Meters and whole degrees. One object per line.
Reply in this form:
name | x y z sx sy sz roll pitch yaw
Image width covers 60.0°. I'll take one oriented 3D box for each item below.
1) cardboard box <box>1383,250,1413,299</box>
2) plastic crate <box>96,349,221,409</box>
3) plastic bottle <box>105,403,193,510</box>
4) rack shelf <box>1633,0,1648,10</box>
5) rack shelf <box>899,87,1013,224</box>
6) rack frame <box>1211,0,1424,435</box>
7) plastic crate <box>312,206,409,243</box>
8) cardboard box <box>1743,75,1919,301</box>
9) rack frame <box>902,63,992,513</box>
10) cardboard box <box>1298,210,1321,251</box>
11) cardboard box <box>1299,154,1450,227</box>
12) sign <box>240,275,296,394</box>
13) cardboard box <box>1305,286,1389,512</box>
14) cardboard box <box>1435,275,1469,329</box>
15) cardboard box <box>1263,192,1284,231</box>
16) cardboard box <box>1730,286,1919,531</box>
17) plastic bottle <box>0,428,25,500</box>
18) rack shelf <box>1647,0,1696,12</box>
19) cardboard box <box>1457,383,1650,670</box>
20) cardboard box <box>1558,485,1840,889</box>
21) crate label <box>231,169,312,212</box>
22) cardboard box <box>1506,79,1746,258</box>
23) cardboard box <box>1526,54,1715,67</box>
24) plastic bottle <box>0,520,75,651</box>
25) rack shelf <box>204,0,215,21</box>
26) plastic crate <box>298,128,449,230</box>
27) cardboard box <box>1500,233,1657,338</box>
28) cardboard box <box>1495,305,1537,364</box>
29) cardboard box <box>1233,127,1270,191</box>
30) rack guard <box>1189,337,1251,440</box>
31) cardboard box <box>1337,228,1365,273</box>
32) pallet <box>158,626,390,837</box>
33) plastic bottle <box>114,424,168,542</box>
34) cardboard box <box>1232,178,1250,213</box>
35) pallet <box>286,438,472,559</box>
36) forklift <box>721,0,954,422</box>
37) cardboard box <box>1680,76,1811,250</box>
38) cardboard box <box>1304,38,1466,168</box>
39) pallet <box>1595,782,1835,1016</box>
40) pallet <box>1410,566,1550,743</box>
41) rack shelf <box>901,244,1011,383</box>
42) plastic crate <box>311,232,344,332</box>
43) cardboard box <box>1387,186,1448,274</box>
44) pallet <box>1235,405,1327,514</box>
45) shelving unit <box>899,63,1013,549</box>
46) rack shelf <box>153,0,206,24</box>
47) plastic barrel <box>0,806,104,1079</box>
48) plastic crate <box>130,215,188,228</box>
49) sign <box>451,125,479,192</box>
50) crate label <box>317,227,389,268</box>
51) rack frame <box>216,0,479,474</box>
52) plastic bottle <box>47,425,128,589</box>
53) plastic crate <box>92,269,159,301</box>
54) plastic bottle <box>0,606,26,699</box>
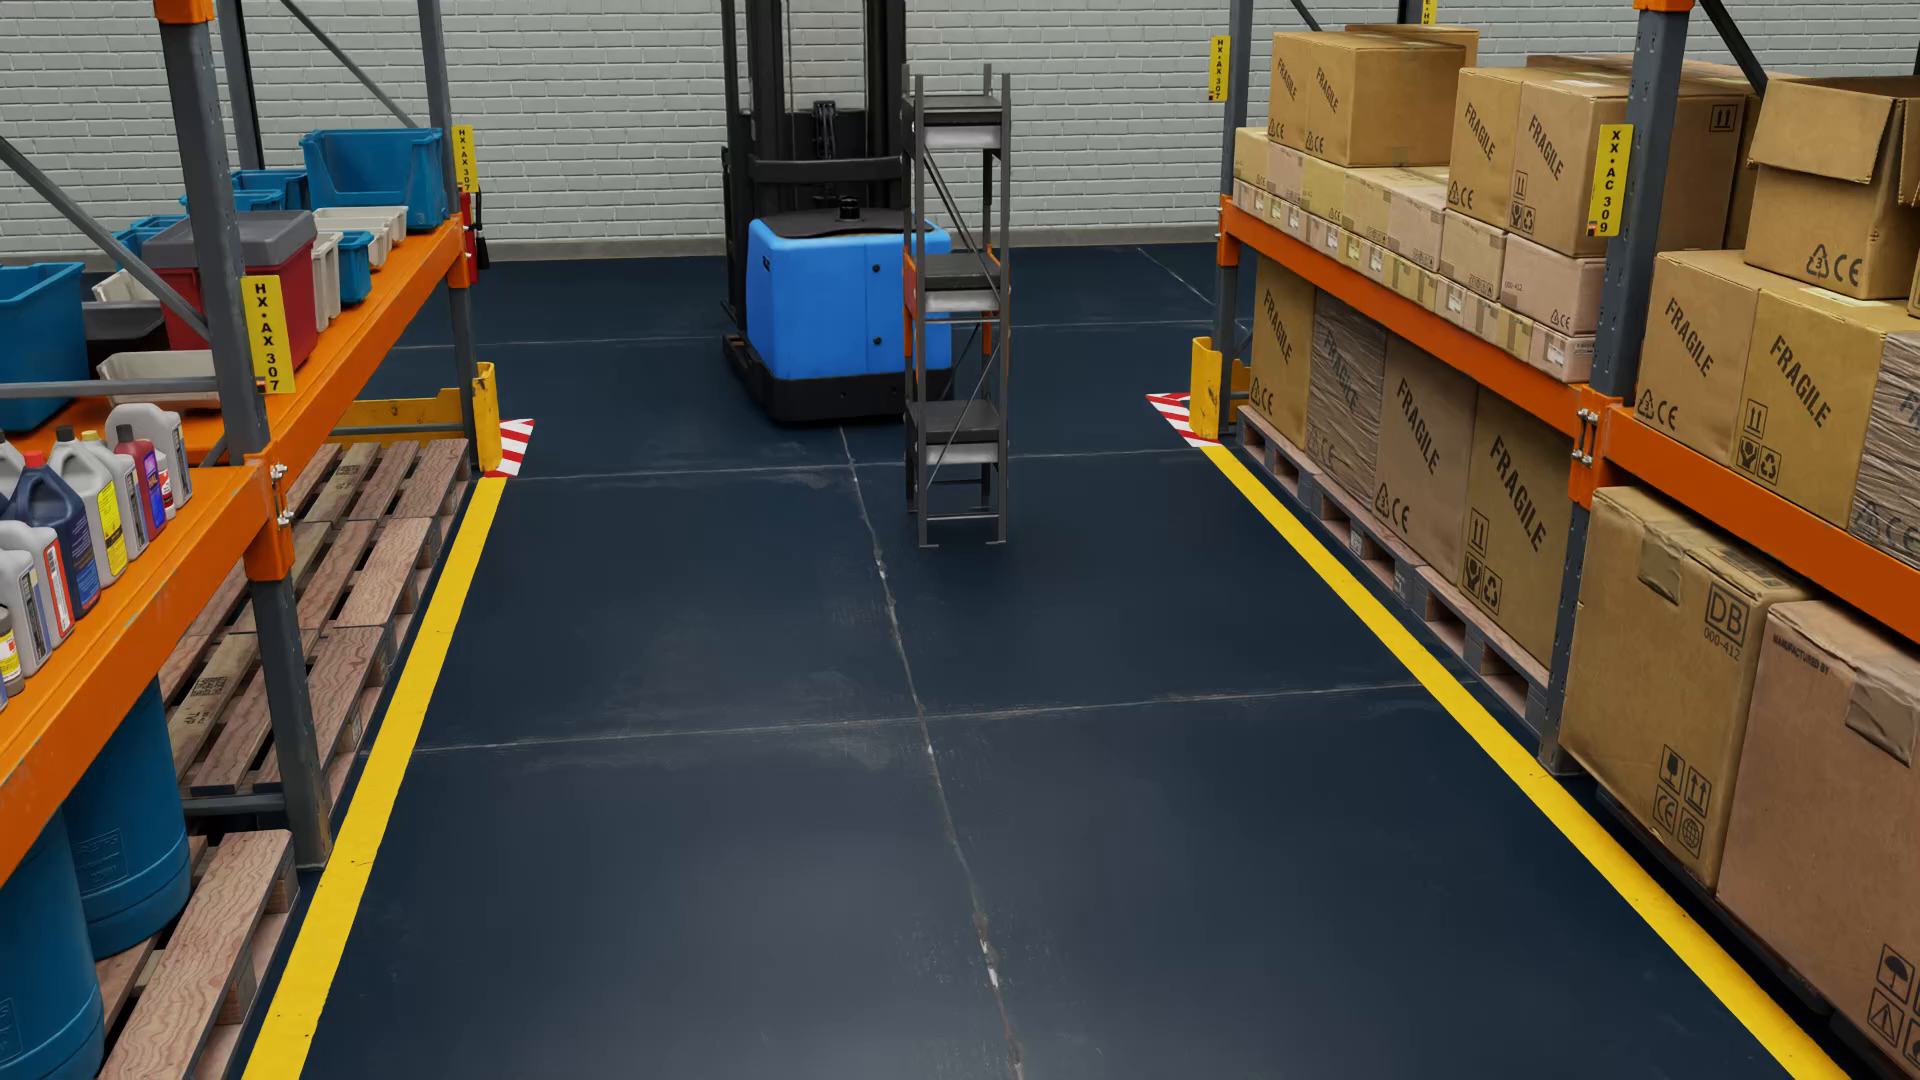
cardboard box | 1.921 -1.067 6.644 0.380 0.149 0.250 -3 21 -9
plastic crate | -2.352 -0.473 4.988 0.396 0.136 0.243 -3 21 -8
plastic bottle | -2.050 -0.222 4.201 0.152 0.276 0.135 -3 21 -8
rack shelf | 2.186 -2.411 6.625 1.077 0.370 4.000 -3 21 -8
rack shelf | -0.024 -1.684 7.262 0.431 0.518 0.480 -3 21 -8
rack frame | 1.898 -2.035 8.878 1.000 3.000 0.127 -3 21 -8
plastic crate | -2.706 -1.417 7.513 0.396 0.136 0.243 -3 21 -8
cardboard box | 2.575 -0.946 4.386 0.797 0.503 0.637 -3 21 -9
rack frame | -0.059 -1.125 7.728 0.400 2.100 0.015 -3 21 -8
cardboard box | 1.773 -1.422 7.596 0.380 0.149 0.250 -3 21 -9
cardboard box | 1.850 -1.571 7.424 0.500 0.250 0.500 -4 21 -10
sign | -1.882 -0.557 4.525 0.100 0.325 0.005 -3 21 -8
cardboard box | 2.201 -0.704 7.750 0.875 0.875 0.875 -3 21 -8
cardboard box | 1.995 -0.889 6.167 0.380 0.149 0.250 -3 21 -7
cardboard box | 1.698 -1.601 8.073 0.380 0.149 0.250 -3 21 -9
cardboard box | 2.367 -0.351 4.226 0.500 0.500 0.500 -3 21 -8
plastic bottle | -2.113 -0.068 3.682 0.144 0.351 0.185 -3 21 -8
rack shelf | 2.763 -1.026 2.917 1.077 0.370 4.000 -3 21 -8
cardboard box | 2.459 -0.084 6.091 0.875 0.875 0.875 -3 21 -8
cardboard box | 2.587 0.369 4.878 1.225 0.875 0.875 -3 21 -8
crate label | -3.293 -1.633 7.955 0.416 0.233 0.303 -3 21 -8
cardboard box | 2.144 -1.216 5.403 0.500 0.500 0.500 -2 21 -6
cardboard box | 2.516 -1.600 6.431 0.500 0.500 0.500 -4 21 -9
plastic bottle | -1.925 0.079 3.395 0.152 0.276 0.135 -3 21 -8
rack shelf | -2.715 -2.161 5.956 1.077 0.370 4.000 -3 21 -8
plastic crate | -2.770 -1.724 7.907 0.616 0.435 0.499 -3 21 -8
cardboard box | 2.151 -0.859 5.518 0.500 0.250 0.500 -3 21 -9
cardboard box | 2.069 -0.711 5.692 0.380 0.149 0.250 -3 21 -7
cardboard box | 1.700 -1.924 8.371 0.500 0.250 0.500 -3 21 -9
rack guard | 1.895 -0.873 9.338 1.175 0.500 0.348 -3 21 -8
cardboard box | 1.846 -1.245 7.123 0.380 0.149 0.250 -3 21 -9
pallet | -2.571 0.653 5.666 1.003 0.211 1.213 -3 21 -8
plastic bottle | -1.971 -0.148 3.992 0.061 0.283 0.133 -3 21 -8
cardboard box | 1.623 -1.778 8.548 0.380 0.149 0.250 -3 21 -7
pallet | -2.923 -0.192 7.927 1.003 0.211 1.213 -3 21 -8
forklift | -0.925 -2.517 10.265 1.130 2.935 3.031 -6 21 -15
cardboard box | 2.659 -1.249 5.492 0.500 0.500 0.500 -3 21 -8
cardboard box | 1.853 -1.924 7.297 0.500 0.500 0.500 -3 21 -9
pallet | 2.660 0.919 4.953 1.003 0.211 1.213 -3 21 -8
pallet | 2.442 0.389 6.373 1.003 0.211 1.213 -3 21 -8
rack shelf | -0.024 -1.028 7.507 0.431 0.518 0.480 -3 21 -8
plastic crate | -2.464 -0.911 5.952 0.437 0.282 0.530 -3 21 -8
cardboard box | 2.001 -1.215 6.471 0.500 0.250 0.500 -2 21 -7
pallet | 2.091 -0.456 8.635 1.003 0.211 1.213 -3 21 -8
shelving unit | -0.024 -1.041 7.502 0.431 2.100 0.503 -3 21 -8
rack shelf | -2.138 -0.776 2.248 1.077 0.370 4.000 -3 21 -8
plastic barrel | -2.263 0.820 3.632 0.600 0.901 0.708 -3 21 -8
plastic crate | -3.104 -1.177 6.734 0.416 0.233 0.300 -3 21 -8
sign | -2.461 -1.895 8.270 0.100 0.325 0.005 -3 21 -8
crate label | -2.615 -1.220 6.988 0.396 0.136 0.243 -3 21 -8
rack frame | -3.003 -1.785 8.209 1.000 3.000 0.127 -3 21 -8
plastic bottle | -1.970 -0.076 3.702 0.144 0.351 0.185 -3 21 -8
plastic crate | -2.975 -0.893 6.111 0.293 0.136 0.466 -3 21 -8
plastic bottle | -1.861 0.199 3.180 0.097 0.201 0.097 0 20 0
